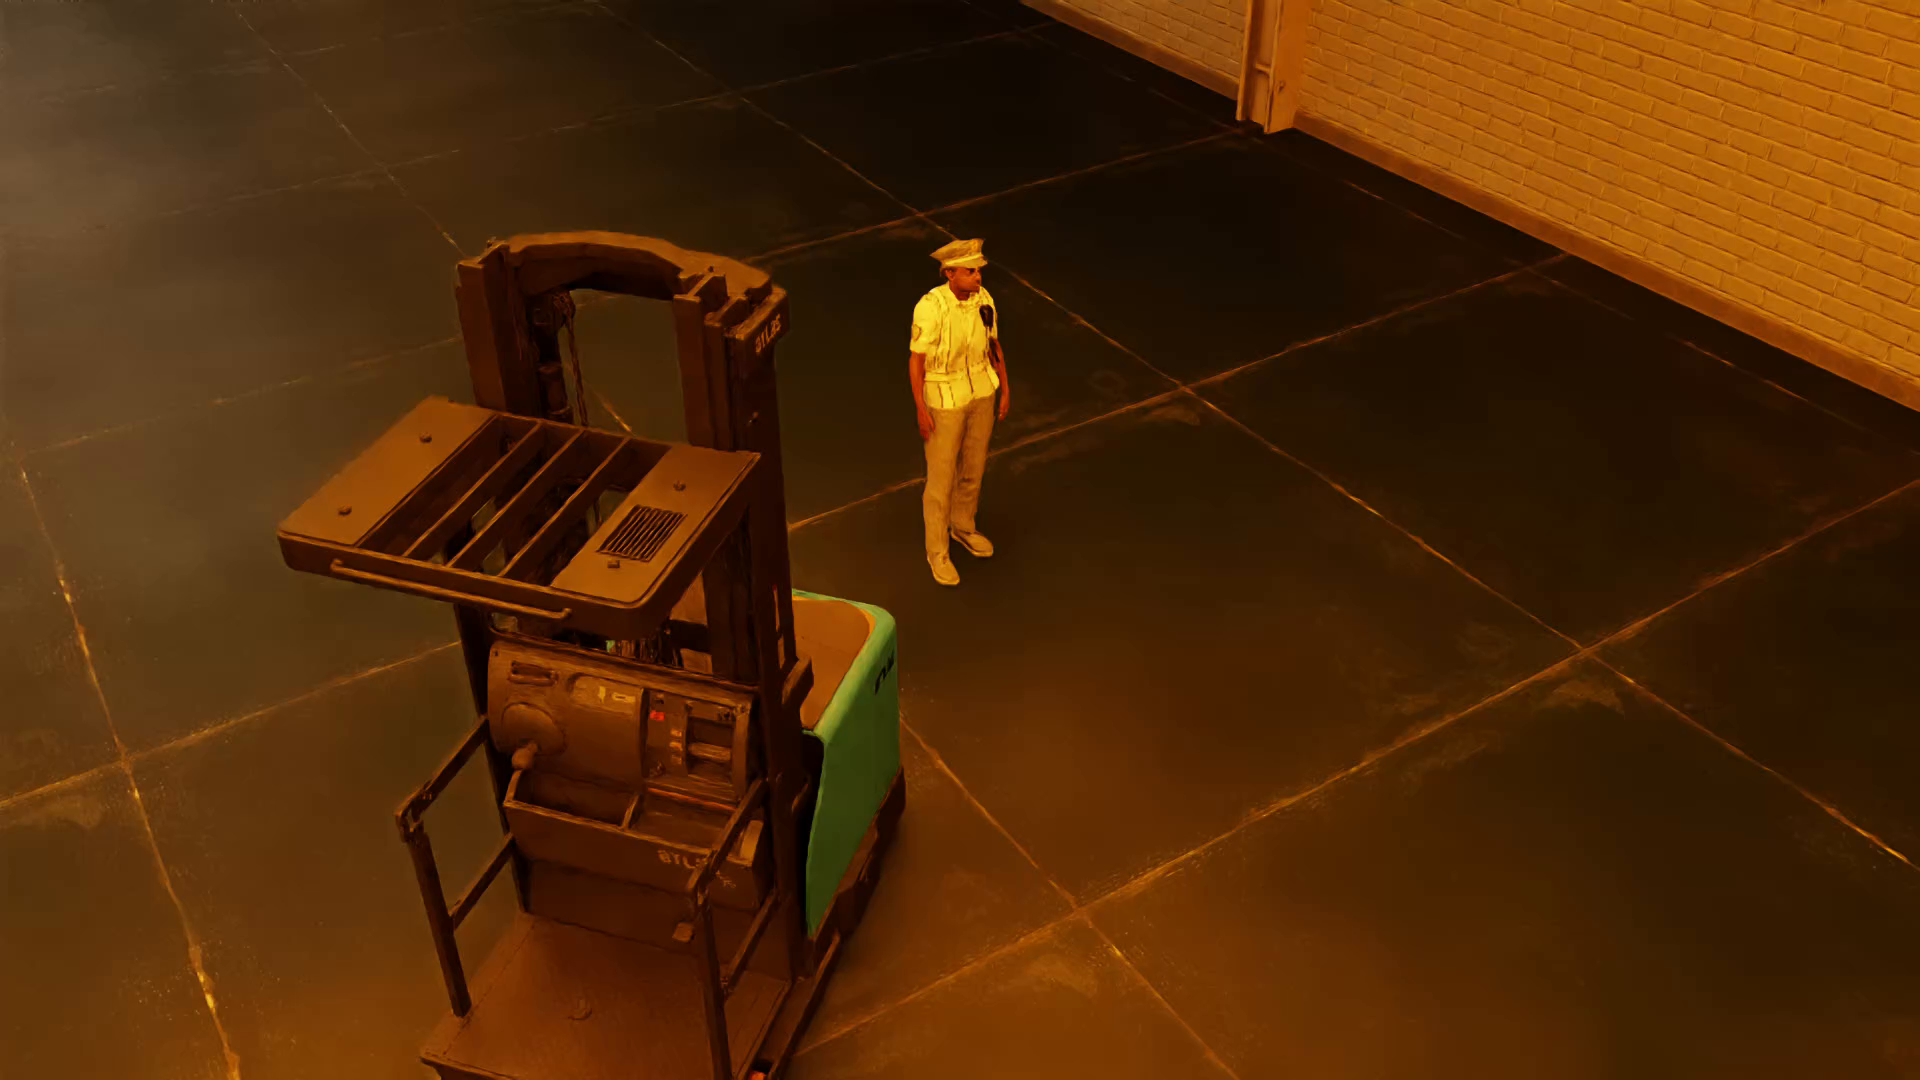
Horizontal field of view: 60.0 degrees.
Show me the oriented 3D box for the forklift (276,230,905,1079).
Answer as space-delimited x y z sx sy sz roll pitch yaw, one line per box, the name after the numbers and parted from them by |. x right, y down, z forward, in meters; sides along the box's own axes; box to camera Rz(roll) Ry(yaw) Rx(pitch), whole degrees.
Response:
-1.169 0.666 5.200 1.130 2.935 3.031 11 36 15 | forklift

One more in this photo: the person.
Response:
0.025 -0.657 8.146 0.570 1.693 0.529 -21 40 -27 | person
